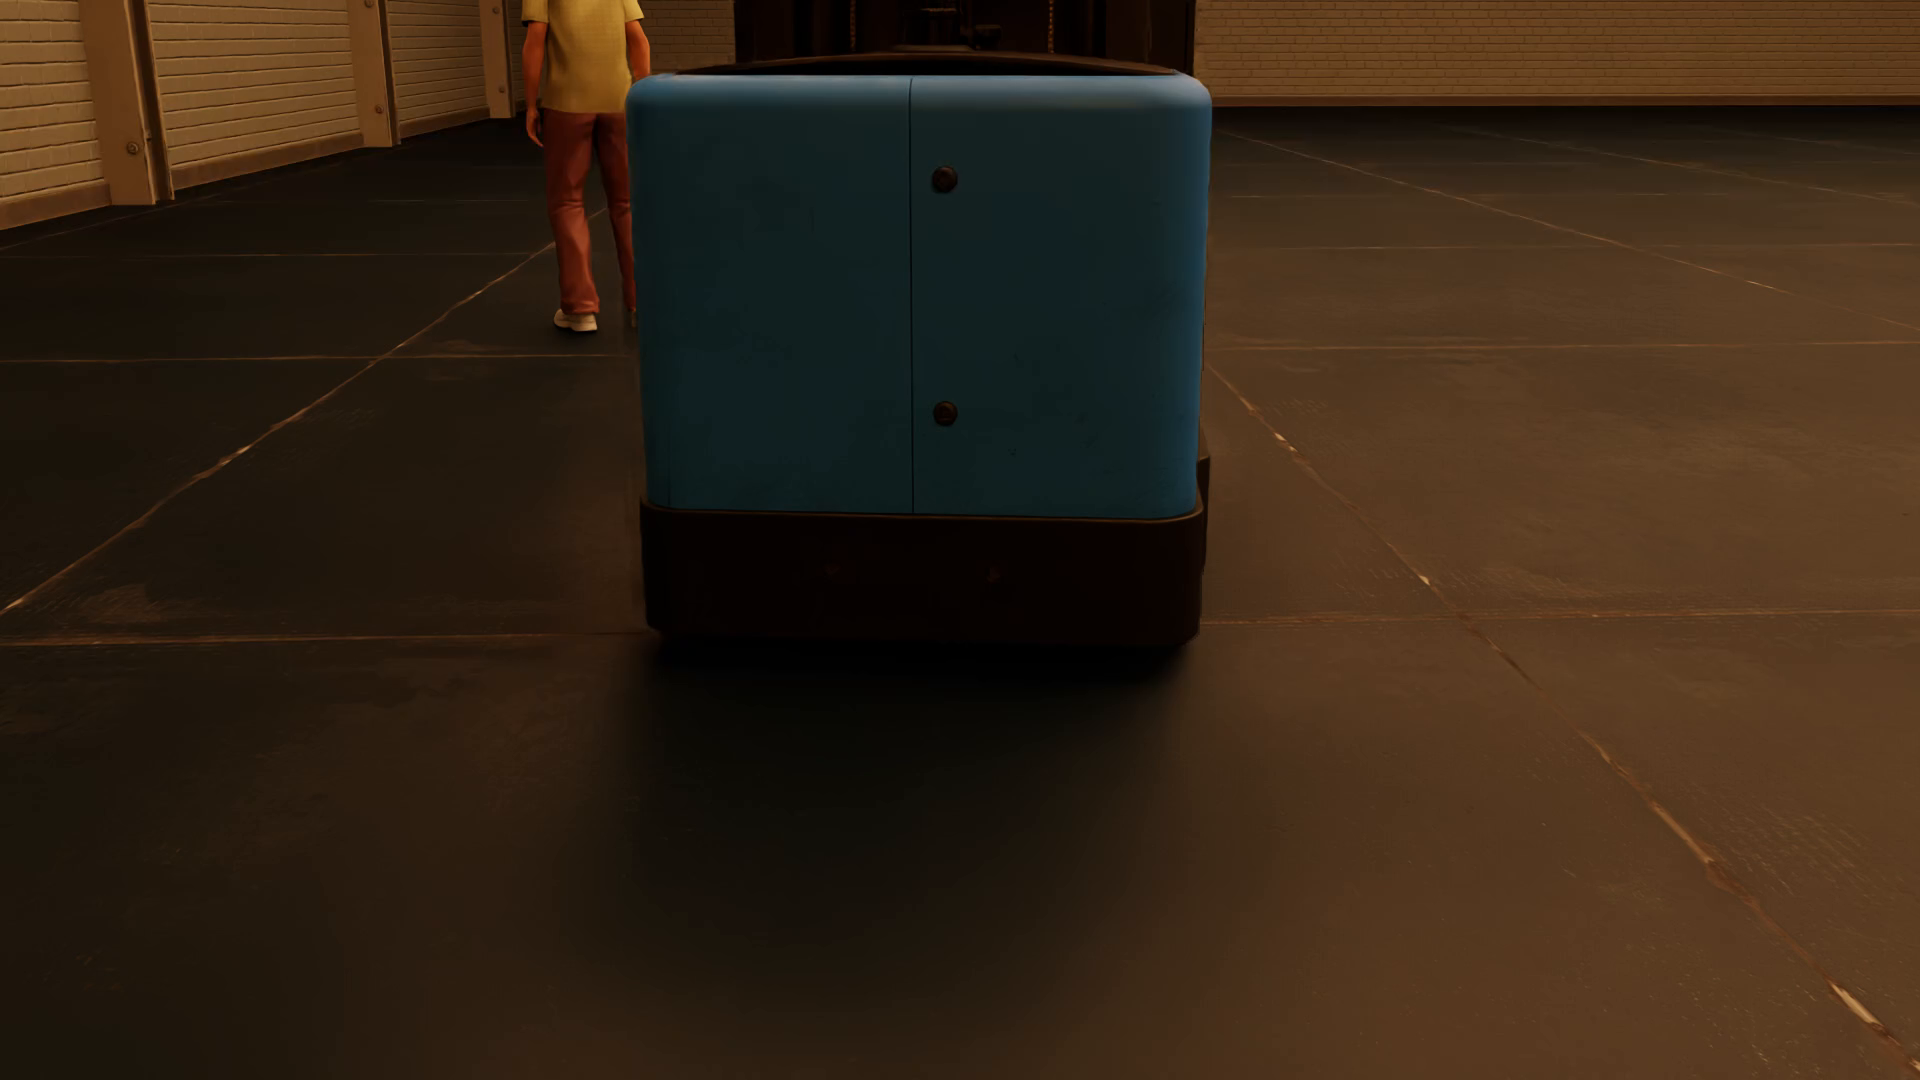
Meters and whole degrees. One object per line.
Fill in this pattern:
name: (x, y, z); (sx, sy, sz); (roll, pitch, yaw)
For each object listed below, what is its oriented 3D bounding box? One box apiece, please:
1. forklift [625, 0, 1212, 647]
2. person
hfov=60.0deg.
forklift: (0.028, -1.587, 4.097); (1.130, 2.935, 3.031); (1, 17, 4)
person: (-1.450, -1.660, 6.489); (0.515, 1.671, 0.365); (-9, 19, -27)
